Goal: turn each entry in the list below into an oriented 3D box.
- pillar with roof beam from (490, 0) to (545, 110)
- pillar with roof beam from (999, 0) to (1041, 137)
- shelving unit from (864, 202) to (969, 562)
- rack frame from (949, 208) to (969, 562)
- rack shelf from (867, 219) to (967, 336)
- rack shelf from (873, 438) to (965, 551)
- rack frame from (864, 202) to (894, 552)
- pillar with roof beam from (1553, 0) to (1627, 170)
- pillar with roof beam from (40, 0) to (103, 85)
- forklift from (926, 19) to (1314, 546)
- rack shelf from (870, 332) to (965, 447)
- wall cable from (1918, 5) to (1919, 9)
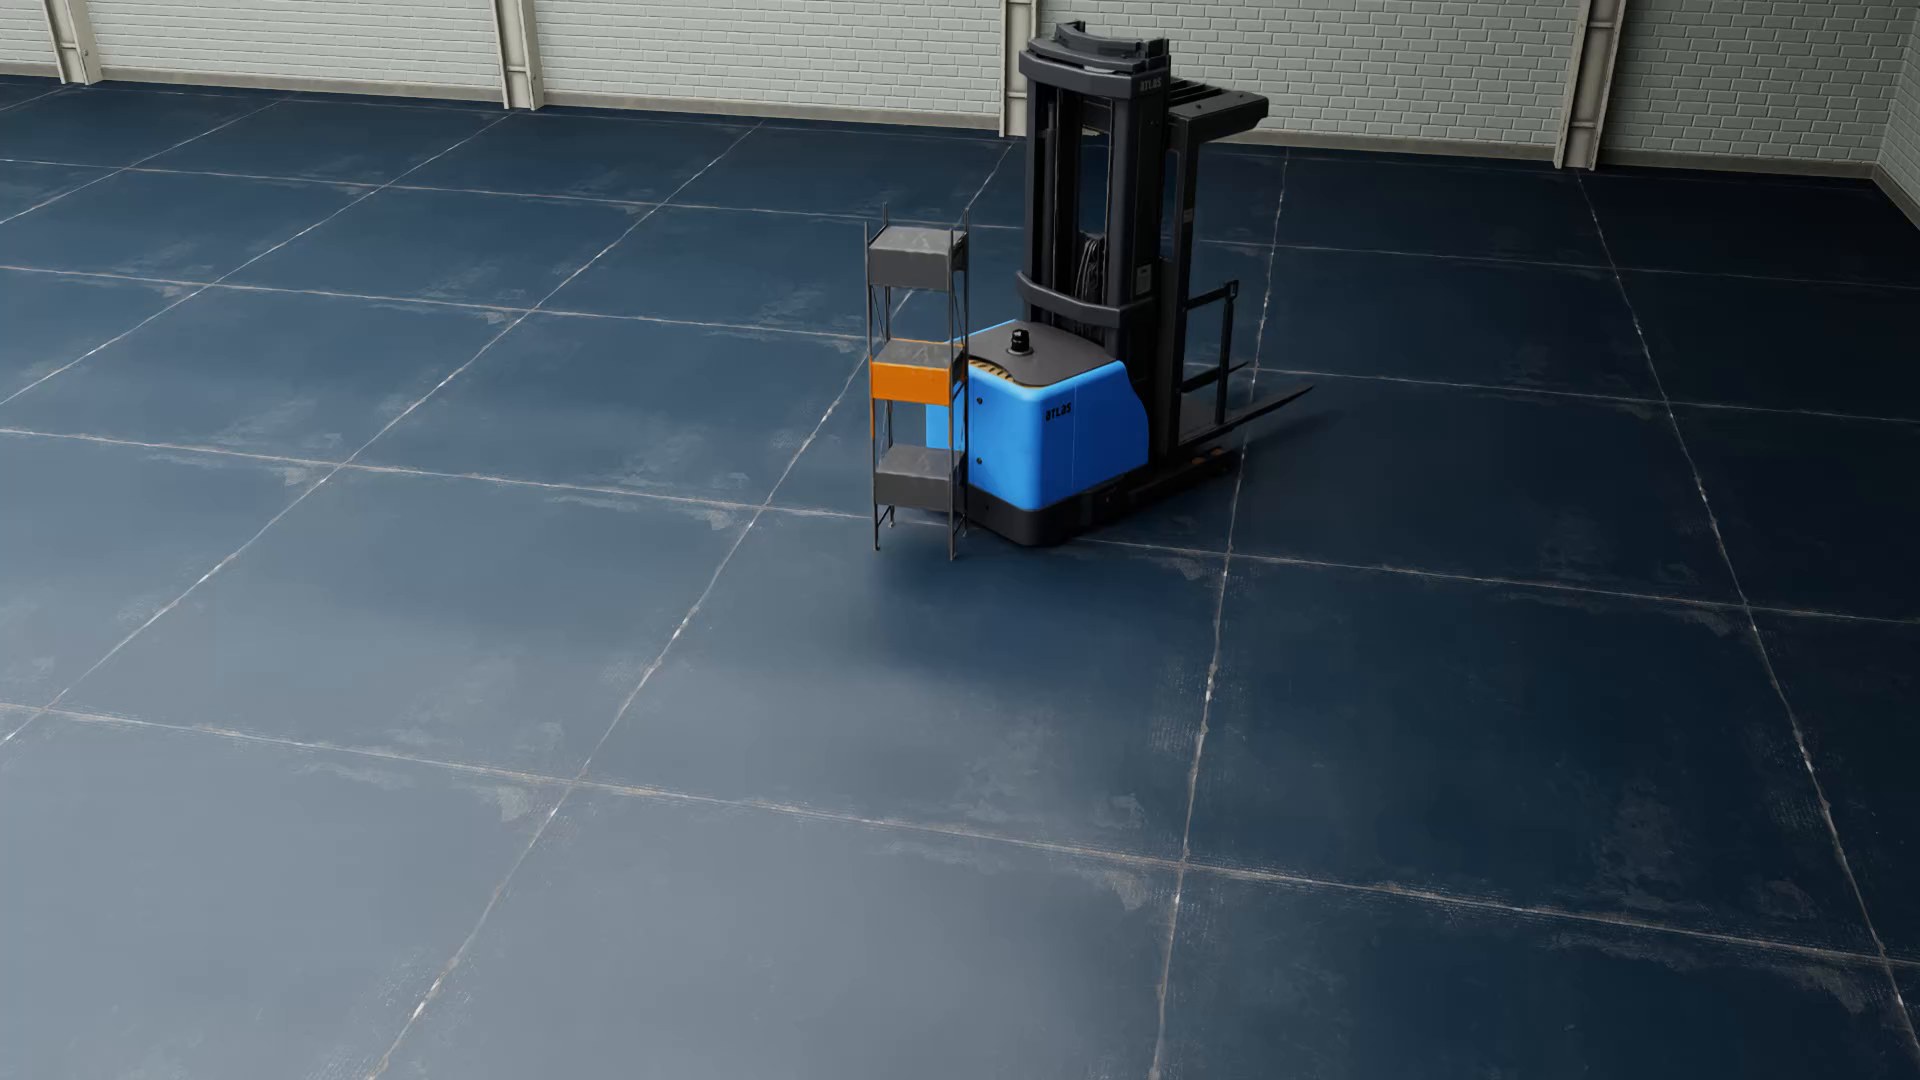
[{"bbox_3d":[-6.101,-7.116,14.040,0.400,9.000,9.100,6,29,11],"label":"pillar with roof beam"},{"bbox_3d":[-0.233,-6.515,12.941,0.400,9.000,9.100,6,29,11],"label":"pillar with roof beam"},{"bbox_3d":[-0.241,-0.911,9.889,0.503,2.100,0.431,7,29,12],"label":"shelving unit"},{"bbox_3d":[-0.004,-0.882,9.836,0.015,2.100,0.400,7,29,12],"label":"rack frame"},{"bbox_3d":[-0.241,-1.513,9.559,0.480,0.518,0.431,7,29,12],"label":"rack shelf"},{"bbox_3d":[-0.241,-0.285,10.231,0.480,0.518,0.431,7,29,12],"label":"rack shelf"},{"bbox_3d":[-0.477,-0.939,9.941,0.015,2.100,0.400,7,29,12],"label":"rack frame"},{"bbox_3d":[5.634,-5.913,11.842,0.400,9.000,9.100,6,29,11],"label":"pillar with roof beam"},{"bbox_3d":[-11.969,-7.718,15.139,0.400,9.000,9.100,6,29,11],"label":"pillar with roof beam"},{"bbox_3d":[1.202,-1.838,10.718,3.031,2.935,1.130,-23,36,-36],"label":"forklift"},{"bbox_3d":[-0.241,-0.899,9.895,0.480,0.518,0.431,7,29,12],"label":"rack shelf"},{"bbox_3d":[9.138,-5.656,14.607,0.112,2.526,3.097,6,29,11],"label":"wall cable"}]
